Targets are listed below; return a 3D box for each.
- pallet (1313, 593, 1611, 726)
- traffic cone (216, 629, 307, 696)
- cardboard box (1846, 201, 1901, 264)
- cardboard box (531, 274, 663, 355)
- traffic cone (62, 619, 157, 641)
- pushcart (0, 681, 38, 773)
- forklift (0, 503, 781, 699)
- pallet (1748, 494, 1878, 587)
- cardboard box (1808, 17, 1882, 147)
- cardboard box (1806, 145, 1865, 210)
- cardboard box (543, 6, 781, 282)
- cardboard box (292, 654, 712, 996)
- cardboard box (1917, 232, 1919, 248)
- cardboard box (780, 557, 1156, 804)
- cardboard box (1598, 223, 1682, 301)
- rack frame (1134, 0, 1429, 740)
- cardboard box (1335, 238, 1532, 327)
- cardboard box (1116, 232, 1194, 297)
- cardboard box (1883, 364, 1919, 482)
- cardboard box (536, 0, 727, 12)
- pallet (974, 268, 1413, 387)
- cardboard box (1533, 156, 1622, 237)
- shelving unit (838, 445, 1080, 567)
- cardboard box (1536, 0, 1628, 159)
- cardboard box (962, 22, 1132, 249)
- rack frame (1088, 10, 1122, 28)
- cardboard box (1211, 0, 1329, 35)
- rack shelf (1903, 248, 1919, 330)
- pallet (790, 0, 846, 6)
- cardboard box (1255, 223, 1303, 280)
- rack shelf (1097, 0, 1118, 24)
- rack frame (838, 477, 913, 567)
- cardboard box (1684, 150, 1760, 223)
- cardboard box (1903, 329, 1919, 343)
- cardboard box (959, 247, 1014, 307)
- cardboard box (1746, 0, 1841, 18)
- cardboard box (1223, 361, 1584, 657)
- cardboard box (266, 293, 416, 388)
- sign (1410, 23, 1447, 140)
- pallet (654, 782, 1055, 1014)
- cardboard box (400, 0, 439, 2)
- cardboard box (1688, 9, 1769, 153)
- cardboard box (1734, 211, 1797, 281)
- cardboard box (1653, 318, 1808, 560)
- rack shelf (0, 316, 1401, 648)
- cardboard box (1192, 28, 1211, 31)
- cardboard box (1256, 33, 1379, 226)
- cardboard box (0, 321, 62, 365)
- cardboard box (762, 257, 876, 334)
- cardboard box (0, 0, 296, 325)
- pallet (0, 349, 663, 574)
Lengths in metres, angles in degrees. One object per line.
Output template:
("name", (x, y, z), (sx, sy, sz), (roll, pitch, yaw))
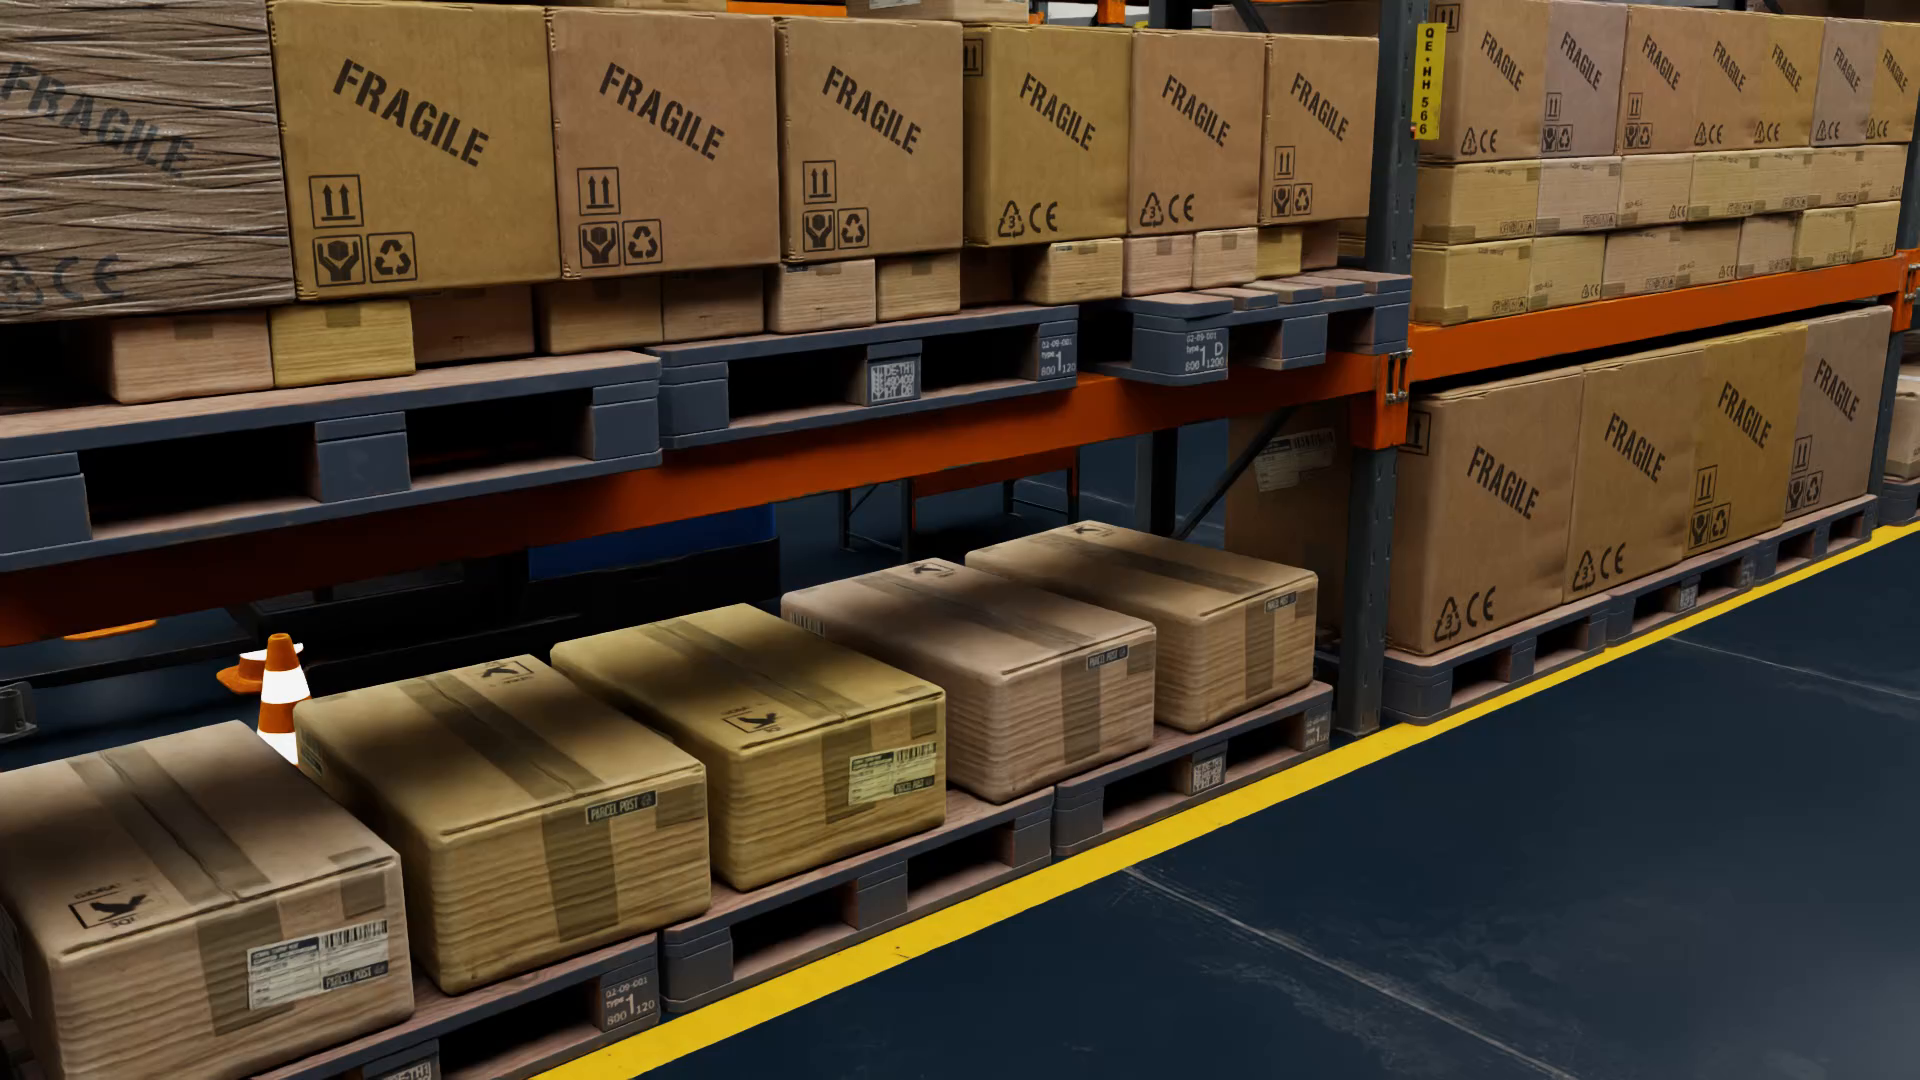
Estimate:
("pallet", (1.638, 0.314, 6.164), (1.213, 0.211, 1.003), (-13, 19, -39))
("traffic cone", (-2.445, 0.263, 5.869), (0.334, 0.463, 0.336), (-13, 19, -39))
("cardboard box", (3.838, -1.394, 7.447), (0.500, 0.250, 0.500), (-13, 20, -41))
("cardboard box", (-0.820, -0.489, 3.441), (0.250, 0.149, 0.380), (-12, 19, -39))
("traffic cone", (-3.347, 0.110, 6.443), (0.334, 0.463, 0.336), (-13, 19, -39))
("pushcart", (-3.559, 0.595, 4.790), (1.648, 0.377, 0.936), (8, 17, 28))
("forklift", (-2.213, -1.009, 5.846), (3.031, 2.935, 1.130), (-10, 18, -34))
("pallet", (3.478, -0.099, 7.711), (1.213, 0.211, 1.003), (-13, 19, -39))
("cardboard box", (3.453, -1.909, 6.954), (0.500, 0.500, 0.500), (-12, 19, -38))
("cardboard box", (3.466, -1.552, 7.071), (0.500, 0.250, 0.500), (-12, 19, -38))
("cardboard box", (-0.723, -0.821, 3.427), (0.500, 0.500, 0.500), (-13, 20, -40))
("cardboard box", (-1.090, 0.619, 3.900), (0.625, 0.372, 0.950), (-11, 19, -36))
("cardboard box", (4.537, -1.668, 7.990), (0.500, 0.500, 0.500), (-12, 19, -38))
("cardboard box", (0.009, 0.373, 4.819), (0.625, 0.372, 0.950), (-13, 20, -40))
("cardboard box", (2.303, -1.054, 6.172), (0.500, 0.250, 0.500), (-12, 19, -38))
("rack frame", (0.993, -0.914, 5.359), (0.127, 3.000, 1.000), (-13, 19, -39))
("cardboard box", (1.528, -0.875, 5.505), (0.500, 0.250, 0.500), (-13, 20, -40))
("cardboard box", (0.390, -0.742, 4.389), (0.250, 0.149, 0.380), (-14, 20, -42))
("cardboard box", (4.555, -0.642, 8.492), (0.875, 0.438, 0.875), (-13, 20, -40))
("cardboard box", (-0.685, -1.159, 3.437), (0.250, 0.149, 0.380), (-11, 19, -36))
("pallet", (0.526, -0.680, 4.854), (1.003, 0.211, 1.213), (-13, 19, -39))
("cardboard box", (1.928, -1.208, 5.782), (0.500, 0.250, 0.500), (-12, 19, -38))
("shelving unit", (0.005, -0.545, 7.609), (1.048, 1.125, 0.538), (-13, 19, -39))
("cardboard box", (1.894, -1.567, 5.673), (0.500, 0.500, 0.500), (-13, 19, -39))
("cardboard box", (0.070, -1.002, 4.106), (0.500, 0.500, 0.500), (-14, 21, -43))
("rack frame", (0.685, -2.538, 11.439), (0.127, 3.000, 1.000), (-13, 19, -39))
("cardboard box", (1.212, -1.584, 5.735), (0.500, 0.500, 0.500), (-13, 20, -41))
("rack shelf", (5.520, -1.583, 9.257), (4.000, 0.370, 1.077), (-13, 19, -39))
("pallet", (-0.950, -5.269, 16.024), (1.213, 0.211, 1.003), (-13, 19, -39))
("cardboard box", (0.746, -0.835, 4.735), (0.250, 0.149, 0.380), (-12, 19, -39))
("rack shelf", (-0.823, -3.301, 9.877), (4.000, 0.370, 1.077), (-13, 19, -39))
("rack frame", (-0.378, -0.458, 7.287), (0.032, 1.125, 0.500), (-13, 19, -39))
("cardboard box", (2.704, -1.373, 6.401), (0.500, 0.250, 0.500), (-12, 19, -38))
("cardboard box", (5.911, -0.946, 9.631), (0.875, 0.438, 0.875), (-12, 19, -38))
("cardboard box", (-0.081, -0.675, 4.136), (0.250, 0.149, 0.380), (-12, 19, -39))
("cardboard box", (4.034, -2.550, 8.097), (0.250, 0.149, 0.380), (-13, 20, -40))
("cardboard box", (1.569, -0.191, 5.956), (0.875, 0.875, 0.875), (-13, 20, -40))
("cardboard box", (-1.206, -0.390, 3.072), (0.250, 0.149, 0.380), (-12, 19, -38))
("sign", (1.357, -1.331, 4.830), (0.005, 0.325, 0.100), (-13, 19, -39))
("pallet", (-0.517, 0.771, 4.454), (1.213, 0.211, 1.003), (-13, 19, -39))
("cardboard box", (-1.313, -1.186, 3.537), (0.250, 0.149, 0.380), (-13, 20, -41))
("cardboard box", (2.677, -1.737, 6.307), (0.500, 0.500, 0.500), (-12, 19, -38))
("cardboard box", (3.060, -1.226, 6.819), (0.500, 0.250, 0.500), (-13, 20, -41))
("cardboard box", (2.919, -0.493, 7.086), (0.875, 0.875, 0.875), (-12, 19, -38))
("rack shelf", (-0.515, -0.228, 4.183), (4.000, 0.370, 1.077), (-13, 19, -39))
("cardboard box", (1.567, -3.333, 11.707), (0.500, 0.500, 0.500), (-13, 20, -41))
("cardboard box", (0.833, -1.178, 4.762), (0.500, 0.500, 0.500), (-13, 20, -41))
("cardboard box", (-1.817, -0.459, 3.328), (0.250, 0.149, 0.380), (-12, 19, -39))
("cardboard box", (-0.398, -0.565, 3.727), (0.250, 0.149, 0.380), (-12, 19, -37))
("cardboard box", (-1.482, -0.655, 2.805), (0.500, 0.500, 0.500), (-12, 19, -38))
("pallet", (-1.352, -0.245, 3.225), (1.213, 0.211, 1.003), (-13, 19, -39))
